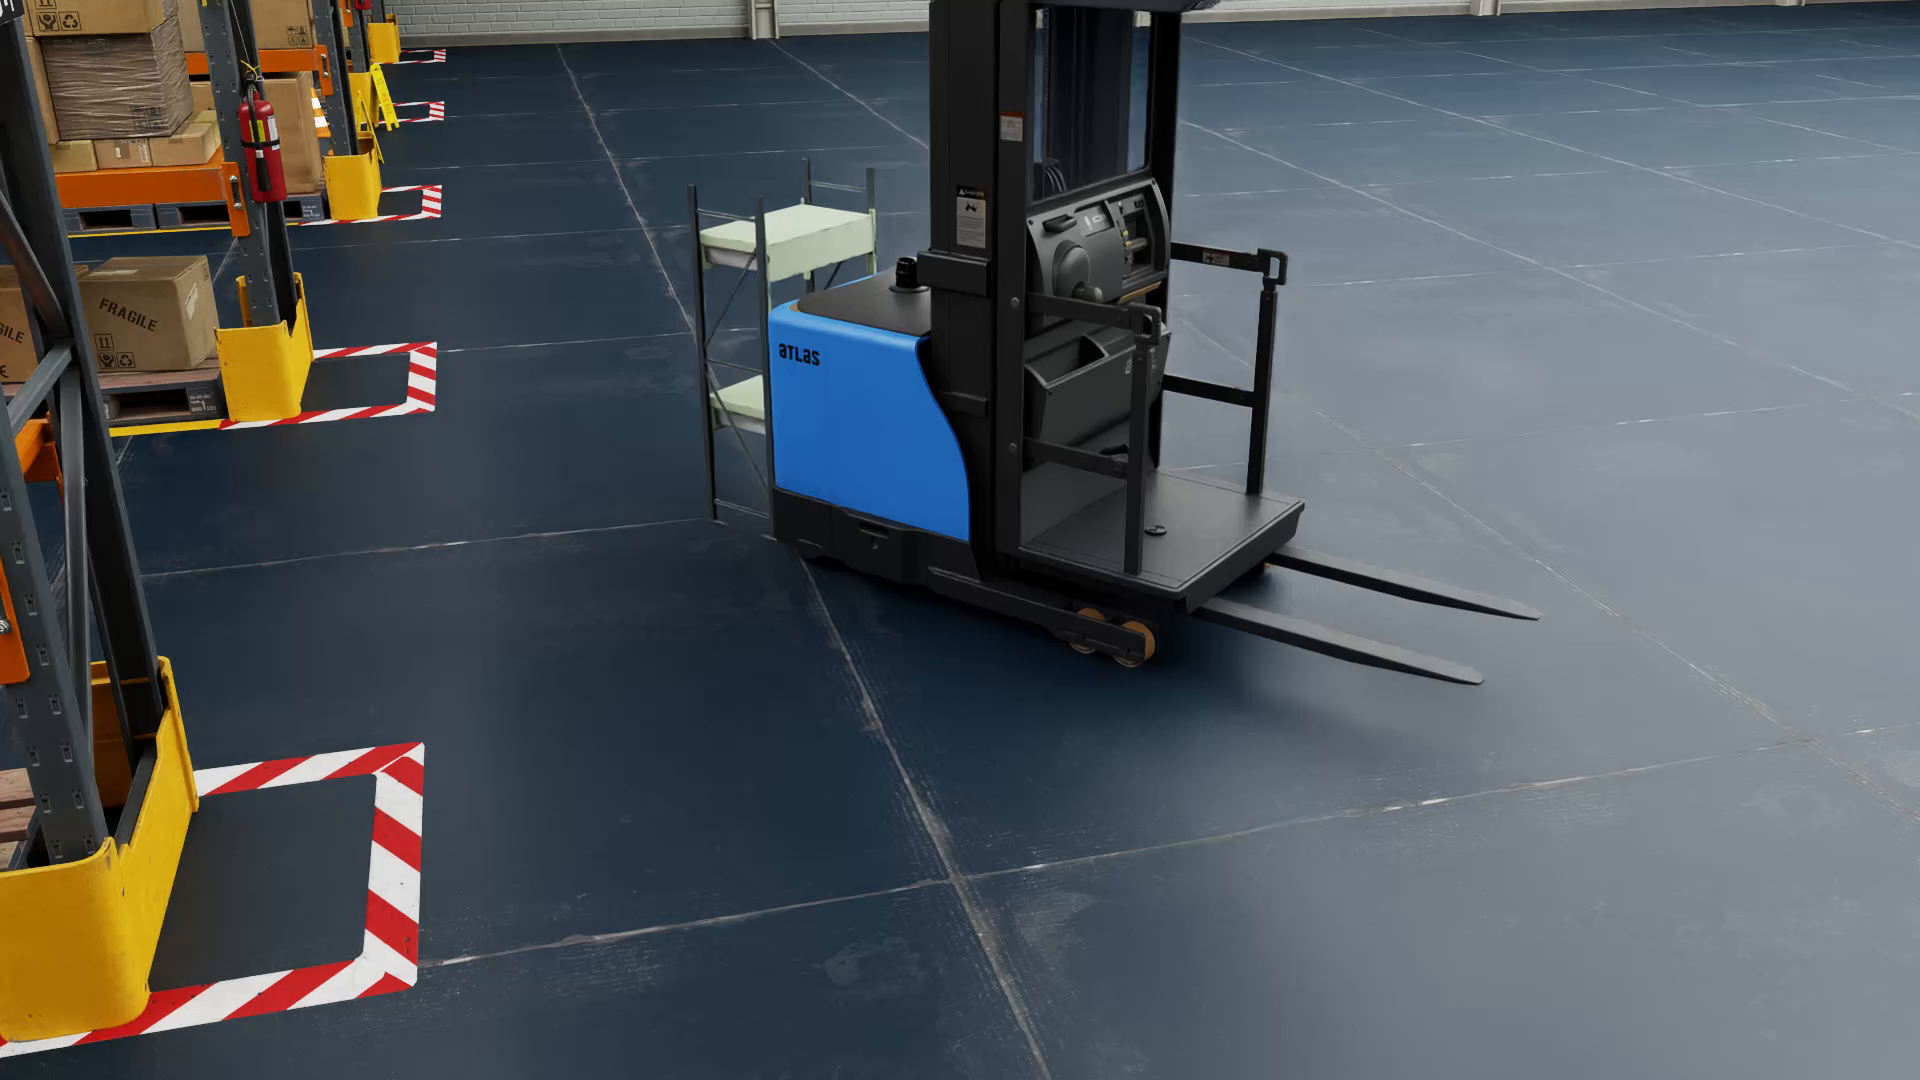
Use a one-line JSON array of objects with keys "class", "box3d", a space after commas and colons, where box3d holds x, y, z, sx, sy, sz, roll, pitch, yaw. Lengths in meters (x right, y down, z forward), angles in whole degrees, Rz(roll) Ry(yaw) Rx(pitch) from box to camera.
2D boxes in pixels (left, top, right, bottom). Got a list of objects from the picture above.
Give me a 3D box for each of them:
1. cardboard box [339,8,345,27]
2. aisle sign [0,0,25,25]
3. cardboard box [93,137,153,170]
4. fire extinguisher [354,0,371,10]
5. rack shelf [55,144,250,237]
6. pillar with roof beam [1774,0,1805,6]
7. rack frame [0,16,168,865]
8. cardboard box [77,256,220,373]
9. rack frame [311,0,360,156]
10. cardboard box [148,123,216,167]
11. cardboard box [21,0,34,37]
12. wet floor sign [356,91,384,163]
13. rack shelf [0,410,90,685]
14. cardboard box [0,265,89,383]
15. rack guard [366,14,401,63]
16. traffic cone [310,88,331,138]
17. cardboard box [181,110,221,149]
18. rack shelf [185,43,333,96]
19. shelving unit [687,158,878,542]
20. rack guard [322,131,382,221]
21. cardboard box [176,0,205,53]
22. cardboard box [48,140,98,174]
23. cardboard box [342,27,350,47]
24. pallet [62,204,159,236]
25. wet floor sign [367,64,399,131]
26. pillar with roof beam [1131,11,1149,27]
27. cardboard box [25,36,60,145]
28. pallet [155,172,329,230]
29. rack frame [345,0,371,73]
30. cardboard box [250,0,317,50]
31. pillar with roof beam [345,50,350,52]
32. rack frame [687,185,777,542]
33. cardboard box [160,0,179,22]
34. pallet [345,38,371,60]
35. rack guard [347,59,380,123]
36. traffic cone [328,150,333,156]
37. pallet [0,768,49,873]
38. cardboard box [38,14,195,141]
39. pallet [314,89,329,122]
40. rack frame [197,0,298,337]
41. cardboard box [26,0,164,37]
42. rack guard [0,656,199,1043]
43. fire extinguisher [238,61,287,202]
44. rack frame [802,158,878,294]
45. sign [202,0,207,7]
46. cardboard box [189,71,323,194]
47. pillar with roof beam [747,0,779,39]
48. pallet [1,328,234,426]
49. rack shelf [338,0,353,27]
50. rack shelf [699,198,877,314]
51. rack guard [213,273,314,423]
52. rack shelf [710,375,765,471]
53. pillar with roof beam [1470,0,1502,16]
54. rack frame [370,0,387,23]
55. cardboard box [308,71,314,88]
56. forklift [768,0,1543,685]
[{"class": "cardboard box", "box3d": [-8.135, -6.868, 21.772, 0.500, 0.250, 0.500, -7, 24, -15]}, {"class": "aisle sign", "box3d": [-2.401, -1.666, 4.032, 0.004, 0.787, 0.394, -6, 24, -14]}, {"class": "cardboard box", "box3d": [-4.189, -1.982, 8.384, 0.250, 0.149, 0.380, -6, 24, -14]}, {"class": "fire extinguisher", "box3d": [-6.171, -5.797, 17.054, 0.183, 0.674, 0.296, -6, 24, -14]}, {"class": "rack shelf", "box3d": [-5.655, -1.689, 8.295, 4.000, 0.370, 1.077, -6, 24, -14]}, {"class": "pillar with roof beam", "box3d": [15.606, -11.826, 23.399, 0.400, 9.000, 9.100, -6, 24, -14]}, {"class": "rack frame", "box3d": [-2.391, -0.352, 4.267, 0.127, 3.000, 1.000, -6, 24, -14]}, {"class": "cardboard box", "box3d": [-4.335, -1.217, 8.919, 0.500, 0.500, 0.500, -2, 23, -5]}, {"class": "rack frame", "box3d": [-4.972, -4.127, 13.063, 0.127, 3.000, 1.000, -6, 24, -14]}, {"class": "cardboard box", "box3d": [-3.948, -2.009, 8.446, 0.250, 0.149, 0.380, -6, 24, -14]}, {"class": "cardboard box", "box3d": [-4.672, -2.667, 7.890, 0.500, 0.500, 0.500, -6, 24, -14]}, {"class": "wet floor sign", "box3d": [-5.479, -3.800, 15.287, 0.232, 0.644, 0.267, -11, 25, -23]}, {"class": "rack shelf", "box3d": [-4.317, 0.191, 3.913, 4.000, 0.370, 1.077, -6, 24, -14]}, {"class": "cardboard box", "box3d": [-4.901, -1.140, 8.741, 0.500, 0.500, 0.500, 0, 23, 0]}, {"class": "rack guard", "box3d": [-7.727, -6.733, 22.308, 0.348, 0.500, 1.175, -6, 24, -14]}, {"class": "traffic cone", "box3d": [-6.472, -4.294, 16.670, 0.334, 0.463, 0.336, -6, 24, -14]}, {"class": "cardboard box", "box3d": [-4.068, -2.177, 8.839, 0.250, 0.149, 0.380, -6, 24, -14]}, {"class": "rack shelf", "box3d": [-6.897, -3.583, 12.709, 4.000, 0.370, 1.077, -6, 24, -14]}, {"class": "shelving unit", "box3d": [-0.746, -0.848, 7.325, 0.431, 1.500, 0.755, 15, 28, 32]}, {"class": "rack guard", "box3d": [-4.948, -2.980, 13.562, 0.348, 0.500, 1.175, -6, 24, -14]}, {"class": "cardboard box", "box3d": [-5.840, -4.072, 12.746, 0.550, 0.550, 0.875, -6, 24, -14]}, {"class": "cardboard box", "box3d": [-4.415, -1.936, 8.277, 0.250, 0.149, 0.380, -6, 24, -14]}, {"class": "cardboard box", "box3d": [-8.117, -6.639, 21.872, 0.500, 0.250, 0.500, -6, 24, -14]}, {"class": "pallet", "box3d": [-6.893, -2.602, 13.046, 1.213, 0.211, 1.003, -6, 24, -14]}, {"class": "wet floor sign", "box3d": [-5.934, -4.527, 16.983, 0.232, 0.644, 0.267, 2, 23, 4]}, {"class": "pillar with roof beam", "box3d": [4.053, -10.548, 20.420, 0.400, 9.000, 9.100, -6, 24, -14]}, {"class": "cardboard box", "box3d": [-4.715, -2.268, 8.229, 0.500, 0.500, 0.875, -6, 24, -14]}, {"class": "pallet", "box3d": [-5.720, -2.730, 13.345, 1.213, 0.211, 1.003, -6, 24, -14]}, {"class": "rack frame", "box3d": [-6.406, -5.995, 17.418, 0.127, 3.000, 1.000, -6, 24, -14]}, {"class": "cardboard box", "box3d": [-5.317, -4.139, 12.902, 0.550, 0.550, 0.875, -6, 24, -14]}, {"class": "pillar with roof beam", "box3d": [-7.501, -9.270, 17.442, 0.400, 9.000, 9.100, -6, 24, -14]}, {"class": "rack frame", "box3d": [-0.955, -0.730, 7.050, 0.400, 1.500, 0.023, 15, 28, 32]}, {"class": "cardboard box", "box3d": [-4.332, -2.920, 8.479, 0.500, 0.500, 0.500, -6, 24, -14]}, {"class": "pallet", "box3d": [-8.475, -6.501, 22.132, 1.213, 0.211, 1.003, -6, 24, -14]}, {"class": "rack guard", "box3d": [-6.479, -4.838, 17.892, 0.348, 0.500, 1.175, -6, 24, -14]}, {"class": "traffic cone", "box3d": [-5.844, -3.909, 15.772, 0.334, 0.463, 0.336, -6, 24, -14]}, {"class": "pallet", "box3d": [-3.235, 1.040, 4.560, 1.213, 0.211, 1.003, -6, 24, -14]}, {"class": "cardboard box", "box3d": [-4.266, -2.367, 8.459, 0.500, 0.500, 0.875, -6, 24, -14]}, {"class": "pallet", "box3d": [-7.271, -4.633, 17.779, 1.213, 0.211, 1.003, -6, 24, -14]}, {"class": "rack frame", "box3d": [-3.729, -2.233, 8.650, 0.127, 3.000, 1.000, -6, 24, -14]}, {"class": "cardboard box", "box3d": [-4.192, -2.723, 8.019, 0.500, 0.500, 0.500, -6, 24, -14]}, {"class": "rack guard", "box3d": [-2.452, 0.822, 4.700, 0.348, 0.500, 1.175, -6, 24, -14]}, {"class": "fire extinguisher", "box3d": [-3.494, -2.034, 8.285, 0.183, 0.674, 0.296, -6, 24, -14]}, {"class": "rack frame", "box3d": [-0.536, -0.967, 7.601, 0.400, 1.500, 0.023, 15, 28, 32]}, {"class": "sign", "box3d": [-3.598, -2.697, 7.863, 0.005, 0.325, 0.100, -6, 24, -14]}, {"class": "cardboard box", "box3d": [-5.607, -3.246, 13.173, 0.875, 0.875, 0.875, -6, 24, -14]}, {"class": "pillar with roof beam", "box3d": [-1.724, -9.909, 18.931, 0.400, 9.000, 9.100, -6, 24, -14]}, {"class": "pallet", "box3d": [-4.594, -0.870, 9.010, 1.213, 0.211, 1.003, -6, 24, -14]}, {"class": "rack shelf", "box3d": [-8.332, -5.452, 17.063, 4.000, 0.370, 1.077, -6, 24, -14]}, {"class": "rack shelf", "box3d": [-0.746, -1.207, 7.171, 0.431, 0.370, 0.720, 15, 28, 32]}, {"class": "rack guard", "box3d": [-3.802, -1.076, 9.124, 0.348, 0.500, 1.175, -6, 24, -14]}, {"class": "rack shelf", "box3d": [-0.746, -0.549, 7.454, 0.431, 0.370, 0.720, 15, 28, 32]}, {"class": "pillar with roof beam", "box3d": [9.829, -11.187, 21.910, 0.400, 9.000, 9.100, -6, 24, -14]}, {"class": "rack frame", "box3d": [-7.750, -7.879, 21.809, 0.127, 3.000, 1.000, -6, 24, -14]}, {"class": "cardboard box", "box3d": [-7.257, -4.944, 17.922, 0.500, 0.250, 0.500, -7, 24, -15]}, {"class": "forklift", "box3d": [0.700, -1.114, 6.129, 3.031, 2.935, 1.130, 16, 28, 32]}]
